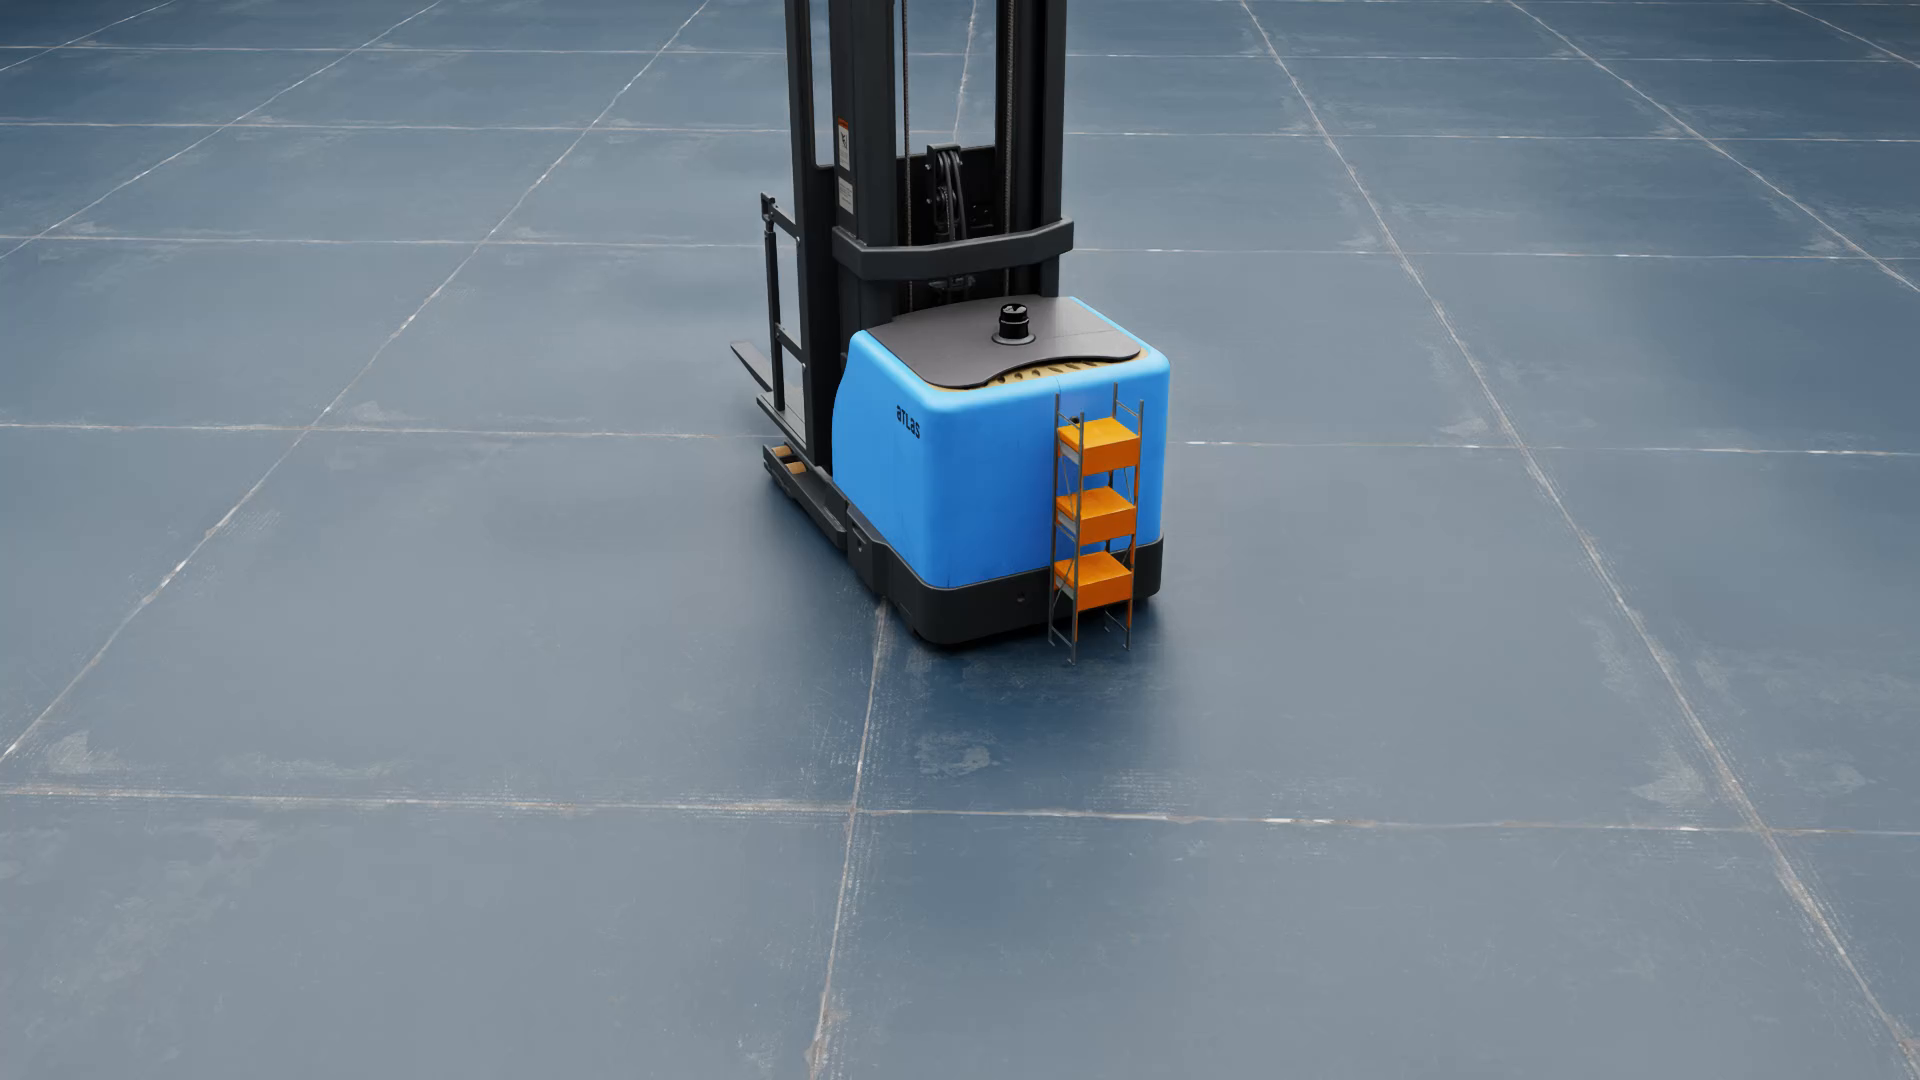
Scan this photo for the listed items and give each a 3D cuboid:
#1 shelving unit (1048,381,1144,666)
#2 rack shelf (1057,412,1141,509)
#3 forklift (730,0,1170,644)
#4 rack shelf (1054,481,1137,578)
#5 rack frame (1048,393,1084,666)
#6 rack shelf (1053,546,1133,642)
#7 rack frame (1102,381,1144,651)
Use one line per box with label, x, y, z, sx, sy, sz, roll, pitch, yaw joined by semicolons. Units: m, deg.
shelving unit;0.501;-0.051;6.225;0.252;1.050;0.215;-13;30;-23
rack shelf;0.501;-0.292;6.097;0.240;0.259;0.215;-13;30;-23
forklift;-0.265;-1.563;7.069;1.130;2.935;3.031;-12;30;-22
rack shelf;0.501;-0.042;6.230;0.240;0.259;0.215;-13;30;-23
rack frame;0.391;-0.026;6.179;0.008;1.050;0.200;-13;30;-23
rack shelf;0.501;0.204;6.360;0.240;0.259;0.215;-13;30;-23
rack frame;0.611;-0.076;6.272;0.008;1.050;0.200;-13;30;-23
